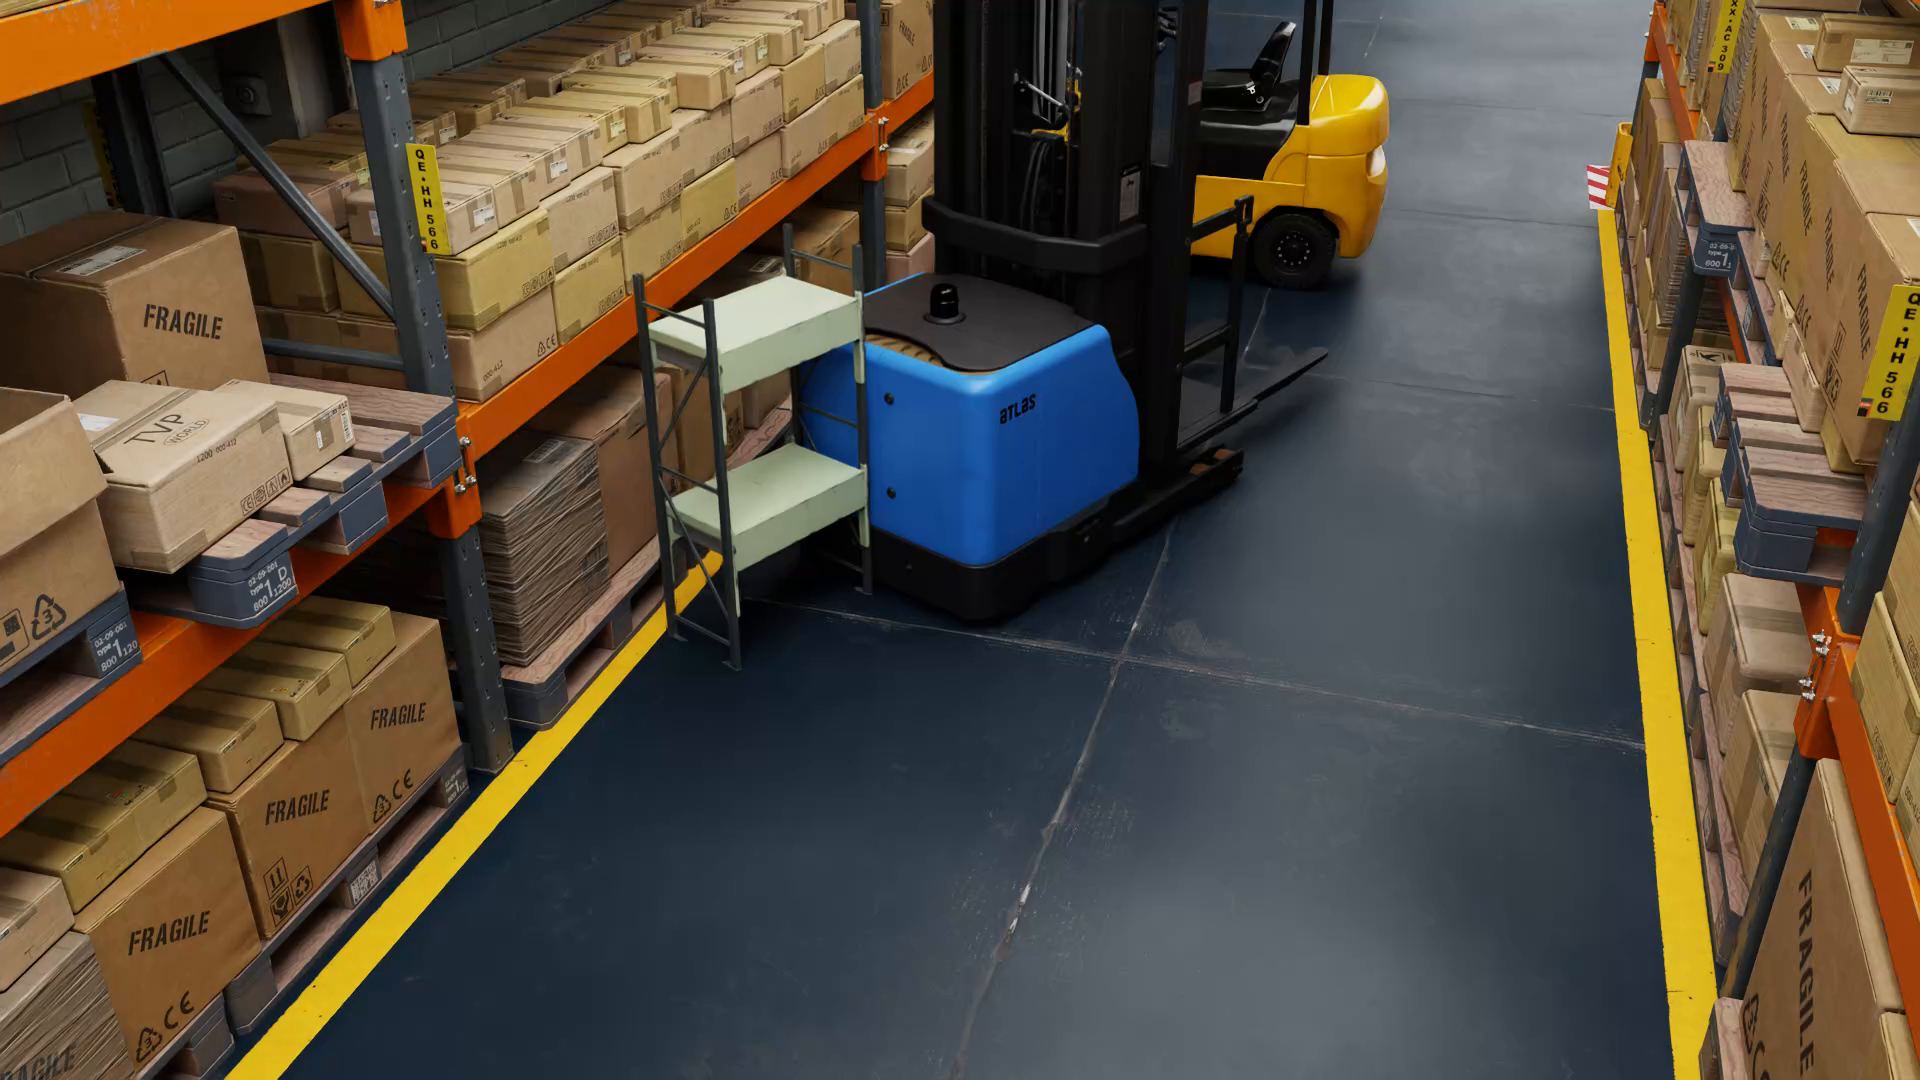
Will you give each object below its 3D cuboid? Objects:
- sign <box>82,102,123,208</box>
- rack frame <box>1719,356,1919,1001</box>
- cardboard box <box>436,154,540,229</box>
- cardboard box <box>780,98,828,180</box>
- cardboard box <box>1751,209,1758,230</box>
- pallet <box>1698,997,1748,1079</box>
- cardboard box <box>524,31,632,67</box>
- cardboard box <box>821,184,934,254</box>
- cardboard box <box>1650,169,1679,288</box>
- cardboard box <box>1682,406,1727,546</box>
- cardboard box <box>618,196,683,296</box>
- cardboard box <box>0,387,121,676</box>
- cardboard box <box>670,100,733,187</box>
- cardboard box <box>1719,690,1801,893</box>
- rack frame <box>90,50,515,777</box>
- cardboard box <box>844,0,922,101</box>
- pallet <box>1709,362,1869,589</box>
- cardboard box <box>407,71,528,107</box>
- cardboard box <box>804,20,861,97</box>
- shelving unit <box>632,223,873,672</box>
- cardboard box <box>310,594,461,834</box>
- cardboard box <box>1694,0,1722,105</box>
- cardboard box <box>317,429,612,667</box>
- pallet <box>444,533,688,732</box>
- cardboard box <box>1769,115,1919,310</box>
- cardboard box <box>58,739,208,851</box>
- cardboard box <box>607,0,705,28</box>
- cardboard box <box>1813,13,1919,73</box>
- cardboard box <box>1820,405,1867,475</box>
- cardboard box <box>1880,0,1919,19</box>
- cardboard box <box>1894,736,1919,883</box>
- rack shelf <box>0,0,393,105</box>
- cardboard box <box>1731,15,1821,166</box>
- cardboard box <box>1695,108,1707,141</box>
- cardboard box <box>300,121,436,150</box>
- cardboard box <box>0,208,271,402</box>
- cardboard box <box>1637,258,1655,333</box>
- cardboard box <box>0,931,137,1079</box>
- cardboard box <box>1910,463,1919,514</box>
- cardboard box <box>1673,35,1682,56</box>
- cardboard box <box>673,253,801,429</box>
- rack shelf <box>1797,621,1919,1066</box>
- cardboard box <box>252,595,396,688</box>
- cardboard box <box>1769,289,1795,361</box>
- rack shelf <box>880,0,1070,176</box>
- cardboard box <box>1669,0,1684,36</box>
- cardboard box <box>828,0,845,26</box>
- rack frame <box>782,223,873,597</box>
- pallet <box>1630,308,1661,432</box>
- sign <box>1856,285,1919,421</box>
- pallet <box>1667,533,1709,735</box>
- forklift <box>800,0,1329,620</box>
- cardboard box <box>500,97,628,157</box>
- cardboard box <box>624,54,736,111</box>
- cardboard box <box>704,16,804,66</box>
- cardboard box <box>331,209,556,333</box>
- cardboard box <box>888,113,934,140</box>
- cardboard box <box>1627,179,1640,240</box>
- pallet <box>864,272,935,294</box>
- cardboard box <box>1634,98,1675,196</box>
[{"bbox_3d":[-2.599,-1.173,5.081,0.100,0.325,0.005,8,30,15],"label":"sign"},{"bbox_3d":[2.679,0.118,3.953,1.000,3.000,0.127,8,30,15],"label":"rack frame"},{"bbox_3d":[-1.615,-1.146,5.455,0.380,0.149,0.250,9,30,16],"label":"cardboard box"},{"bbox_3d":[-0.933,-1.876,7.692,0.500,0.250,0.500,8,30,15],"label":"cardboard box"},{"bbox_3d":[3.181,-1.232,6.206,0.380,0.149,0.250,9,30,16],"label":"cardboard box"},{"bbox_3d":[2.375,1.692,3.992,1.003,0.211,1.213,8,30,15],"label":"pallet"},{"bbox_3d":[-1.626,-2.057,7.093,0.380,0.149,0.250,8,30,14],"label":"cardboard box"},{"bbox_3d":[-0.456,-1.829,9.334,0.500,0.250,0.500,8,30,15],"label":"cardboard box"},{"bbox_3d":[3.918,-1.601,8.667,0.500,0.500,0.500,9,30,16],"label":"cardboard box"},{"bbox_3d":[3.494,-0.198,6.791,0.950,0.372,0.625,10,31,18],"label":"cardboard box"},{"bbox_3d":[-1.407,-1.168,6.419,0.500,0.250,0.500,8,30,13],"label":"cardboard box"},{"bbox_3d":[-2.370,-0.033,3.685,0.797,0.503,0.637,8,30,14],"label":"cardboard box"},{"bbox_3d":[-1.259,-1.627,6.730,0.500,0.250,0.500,9,30,16],"label":"cardboard box"},{"bbox_3d":[2.854,0.821,4.959,0.950,0.372,0.625,6,30,11],"label":"cardboard box"},{"bbox_3d":[-2.067,-0.589,5.223,1.000,3.000,0.127,8,30,15],"label":"rack frame"},{"bbox_3d":[-0.513,-2.660,8.844,0.500,0.500,0.500,8,30,13],"label":"cardboard box"},{"bbox_3d":[2.786,-0.145,4.622,1.213,0.211,1.003,8,30,15],"label":"pallet"},{"bbox_3d":[-1.911,-1.708,6.464,0.380,0.149,0.250,8,30,14],"label":"cardboard box"},{"bbox_3d":[-0.793,-2.336,8.004,0.500,0.250,0.500,8,30,14],"label":"cardboard box"},{"bbox_3d":[-0.755,-0.353,6.341,0.431,1.500,0.755,23,36,35],"label":"shelving unit"},{"bbox_3d":[-1.986,0.547,5.320,0.500,0.500,0.500,9,30,16],"label":"cardboard box"},{"bbox_3d":[3.890,-2.397,8.065,0.500,0.500,0.500,10,30,17],"label":"cardboard box"},{"bbox_3d":[-1.871,-0.023,6.216,0.875,0.625,0.625,9,30,16],"label":"cardboard box"},{"bbox_3d":[-1.788,0.253,6.579,1.003,0.211,1.213,8,30,15],"label":"pallet"},{"bbox_3d":[2.835,-0.967,5.062,0.500,0.500,0.500,6,30,11],"label":"cardboard box"},{"bbox_3d":[-2.261,0.666,4.440,0.380,0.149,0.250,9,30,16],"label":"cardboard box"},{"bbox_3d":[-1.405,-2.409,7.725,0.380,0.149,0.250,8,30,15],"label":"cardboard box"},{"bbox_3d":[3.156,-1.694,5.702,0.380,0.149,0.250,10,31,18],"label":"cardboard box"},{"bbox_3d":[2.560,-0.277,4.489,0.380,0.149,0.250,9,30,16],"label":"cardboard box"},{"bbox_3d":[3.937,-1.851,6.651,0.500,0.500,0.500,8,30,14],"label":"cardboard box"},{"bbox_3d":[2.161,0.616,3.212,0.500,0.250,0.500,8,30,13],"label":"cardboard box"},{"bbox_3d":[-2.654,-0.656,2.998,1.077,0.370,4.000,8,30,15],"label":"rack shelf"},{"bbox_3d":[3.295,-1.689,6.359,0.500,0.500,0.500,9,30,15],"label":"cardboard box"},{"bbox_3d":[3.722,-1.941,7.912,0.380,0.149,0.250,9,30,16],"label":"cardboard box"},{"bbox_3d":[-2.061,-1.345,5.813,0.380,0.149,0.250,8,30,15],"label":"cardboard box"},{"bbox_3d":[-2.368,-0.599,4.707,0.500,0.500,0.500,10,31,17],"label":"cardboard box"},{"bbox_3d":[3.916,-1.285,8.871,0.500,0.250,0.500,8,30,14],"label":"cardboard box"},{"bbox_3d":[-2.429,1.266,4.028,0.500,0.500,0.500,7,30,13],"label":"cardboard box"},{"bbox_3d":[2.300,-0.169,3.336,0.500,0.500,0.500,8,30,13],"label":"cardboard box"},{"bbox_3d":[4.351,-2.895,9.626,0.380,0.149,0.250,9,30,16],"label":"cardboard box"},{"bbox_3d":[-1.271,-0.990,7.955,0.875,0.625,0.625,8,30,14],"label":"cardboard box"},{"bbox_3d":[2.092,1.361,2.457,1.077,0.370,4.000,8,30,15],"label":"rack shelf"},{"bbox_3d":[-1.970,0.302,5.093,0.380,0.149,0.250,7,30,12],"label":"cardboard box"},{"bbox_3d":[2.740,-0.646,5.152,0.380,0.149,0.250,9,30,16],"label":"cardboard box"},{"bbox_3d":[-0.306,-3.063,10.410,1.077,0.370,4.000,8,30,15],"label":"rack shelf"},{"bbox_3d":[4.325,-3.115,9.355,0.500,0.500,0.500,8,30,14],"label":"cardboard box"},{"bbox_3d":[-0.781,-2.585,8.040,0.380,0.149,0.250,10,30,17],"label":"cardboard box"},{"bbox_3d":[-0.518,-0.488,6.585,0.400,1.500,0.023,23,36,35],"label":"rack frame"},{"bbox_3d":[4.016,-0.840,8.543,1.003,0.211,1.213,8,30,15],"label":"pallet"},{"bbox_3d":[2.157,-0.427,3.822,0.100,0.325,0.005,8,30,15],"label":"sign"},{"bbox_3d":[3.269,0.408,6.299,1.003,0.211,1.213,8,30,15],"label":"pallet"},{"bbox_3d":[0.662,-1.607,7.123,1.130,2.935,3.031,23,36,35],"label":"forklift"},{"bbox_3d":[-1.454,-1.514,6.116,0.380,0.149,0.250,9,30,15],"label":"cardboard box"},{"bbox_3d":[-1.132,-1.852,6.724,0.380,0.149,0.250,8,30,14],"label":"cardboard box"},{"bbox_3d":[-0.912,-2.215,7.375,0.380,0.149,0.250,8,30,13],"label":"cardboard box"},{"bbox_3d":[-1.680,-0.910,5.440,0.500,0.250,0.500,8,30,15],"label":"cardboard box"},{"bbox_3d":[-0.292,-2.283,9.636,0.500,0.250,0.500,9,30,15],"label":"cardboard box"},{"bbox_3d":[4.369,-2.011,10.175,0.500,0.250,0.500,10,30,17],"label":"cardboard box"},{"bbox_3d":[-0.620,-1.593,9.896,1.003,0.211,1.213,8,30,15],"label":"pallet"},{"bbox_3d":[4.370,-2.320,9.959,0.500,0.500,0.500,7,30,13],"label":"cardboard box"}]
